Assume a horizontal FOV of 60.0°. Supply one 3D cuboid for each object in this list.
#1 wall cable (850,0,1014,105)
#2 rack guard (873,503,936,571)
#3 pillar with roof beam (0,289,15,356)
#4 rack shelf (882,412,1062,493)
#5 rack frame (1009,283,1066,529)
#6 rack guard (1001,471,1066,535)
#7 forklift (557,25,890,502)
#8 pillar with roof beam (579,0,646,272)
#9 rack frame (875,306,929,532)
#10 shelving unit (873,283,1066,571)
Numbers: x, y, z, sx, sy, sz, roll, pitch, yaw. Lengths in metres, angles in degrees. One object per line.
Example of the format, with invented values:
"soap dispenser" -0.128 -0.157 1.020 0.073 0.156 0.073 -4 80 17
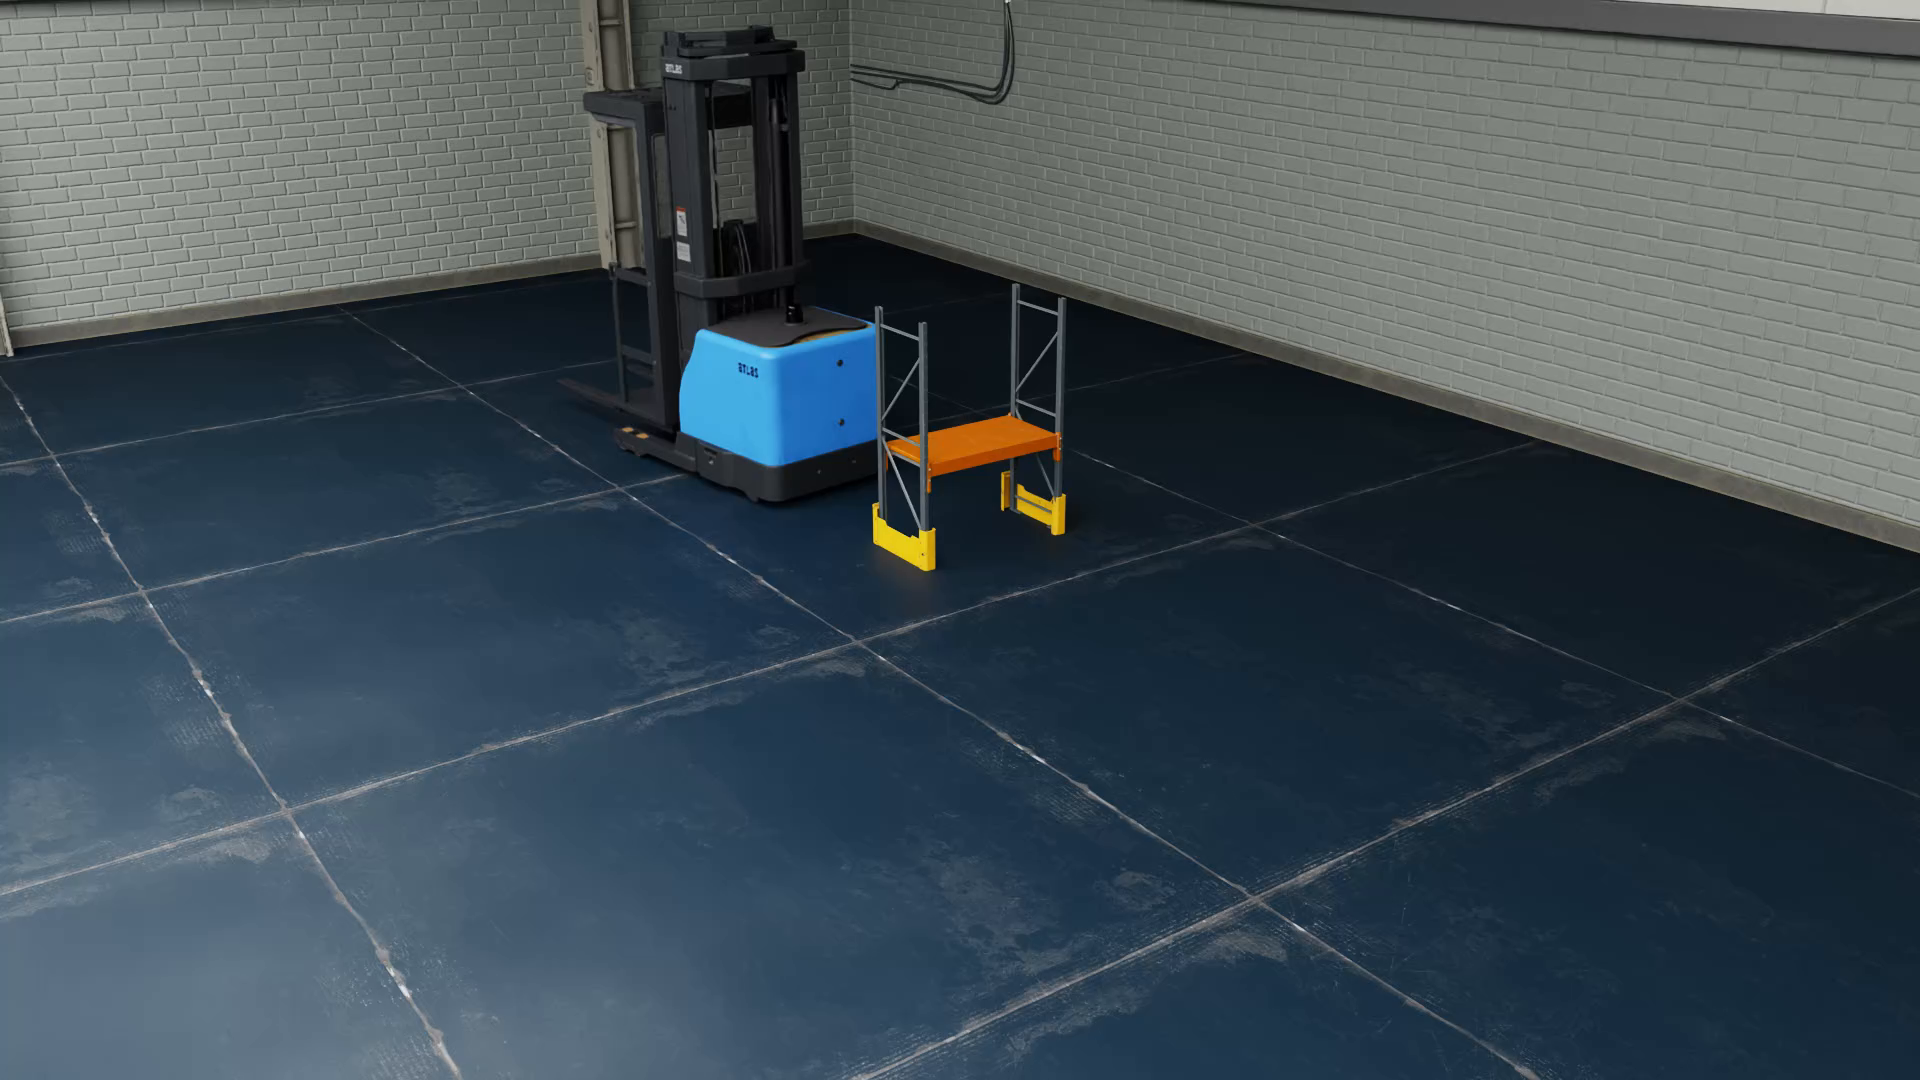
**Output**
"wall cable" -0.403 -5.877 17.172 0.112 2.526 3.097 -15 26 -33
"rack guard" -0.342 -0.025 10.121 0.087 0.250 0.587 -15 26 -33
"pillar with roof beam" -5.923 -4.485 9.495 0.400 9.000 9.100 -15 26 -33
"rack shelf" 0.069 -0.548 10.231 1.000 0.185 0.538 -15 26 -33
"rack frame" 0.482 -0.825 10.440 0.032 1.500 0.500 -15 26 -33
"rack guard" 0.466 -0.240 10.662 0.087 0.250 0.587 -15 26 -33
"forklift" -1.854 -2.070 11.629 1.130 2.935 3.031 -19 29 -39
"pillar with roof beam" -1.052 -5.784 12.749 0.400 9.000 9.100 -15 26 -33
"rack frame" -0.343 -0.605 9.889 0.032 1.500 0.500 -15 26 -33
"shelving unit" 0.062 -0.713 10.160 1.083 1.500 0.587 -15 26 -33
